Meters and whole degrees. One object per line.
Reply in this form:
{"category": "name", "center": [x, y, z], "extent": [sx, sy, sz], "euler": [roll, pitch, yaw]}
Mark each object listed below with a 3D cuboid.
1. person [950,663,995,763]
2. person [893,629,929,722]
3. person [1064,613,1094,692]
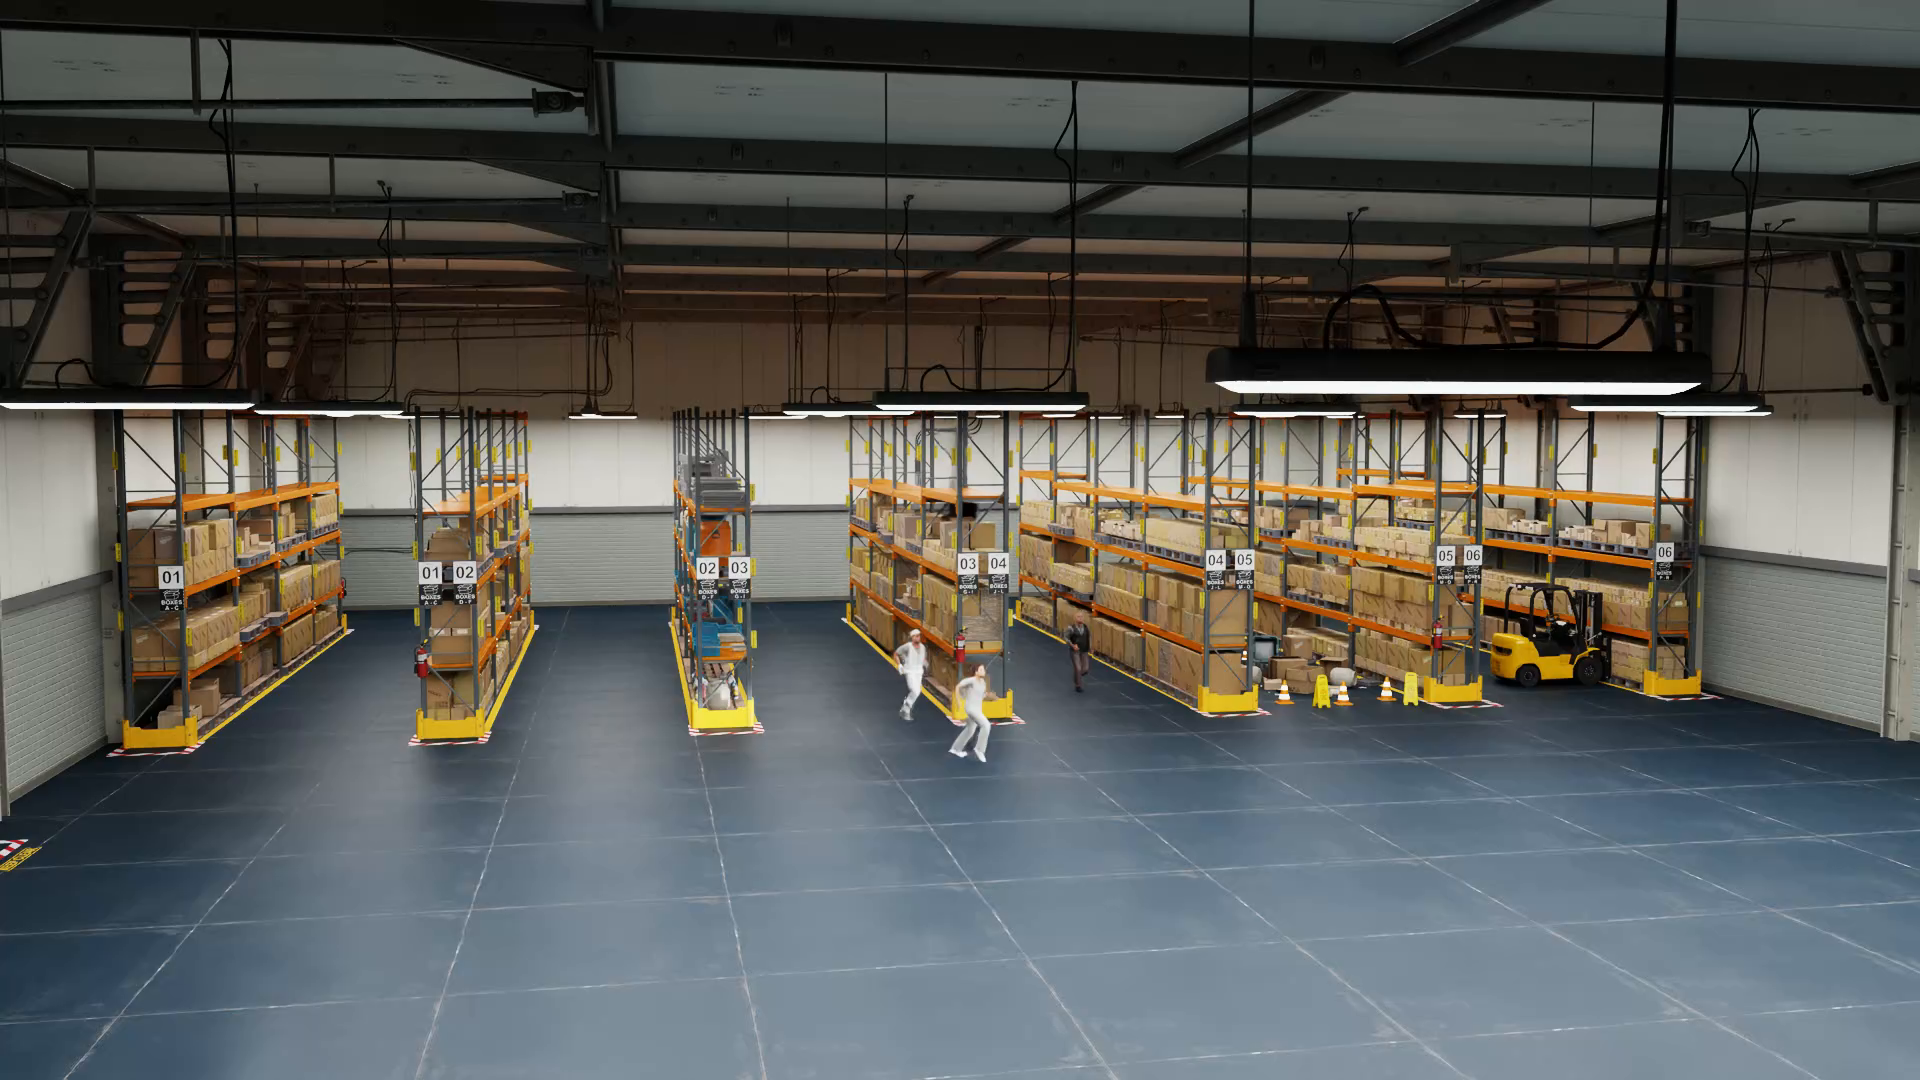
{"category": "person", "center": [0.201, 2.900, 28.026], "extent": [0.816, 1.674, 0.588], "euler": [2, 5, 28]}
{"category": "person", "center": [-0.885, 2.587, 31.858], "extent": [0.645, 1.773, 0.688], "euler": [-3, 5, -39]}
{"category": "person", "center": [2.527, 2.381, 35.350], "extent": [0.661, 1.681, 0.585], "euler": [-1, 4, -17]}
